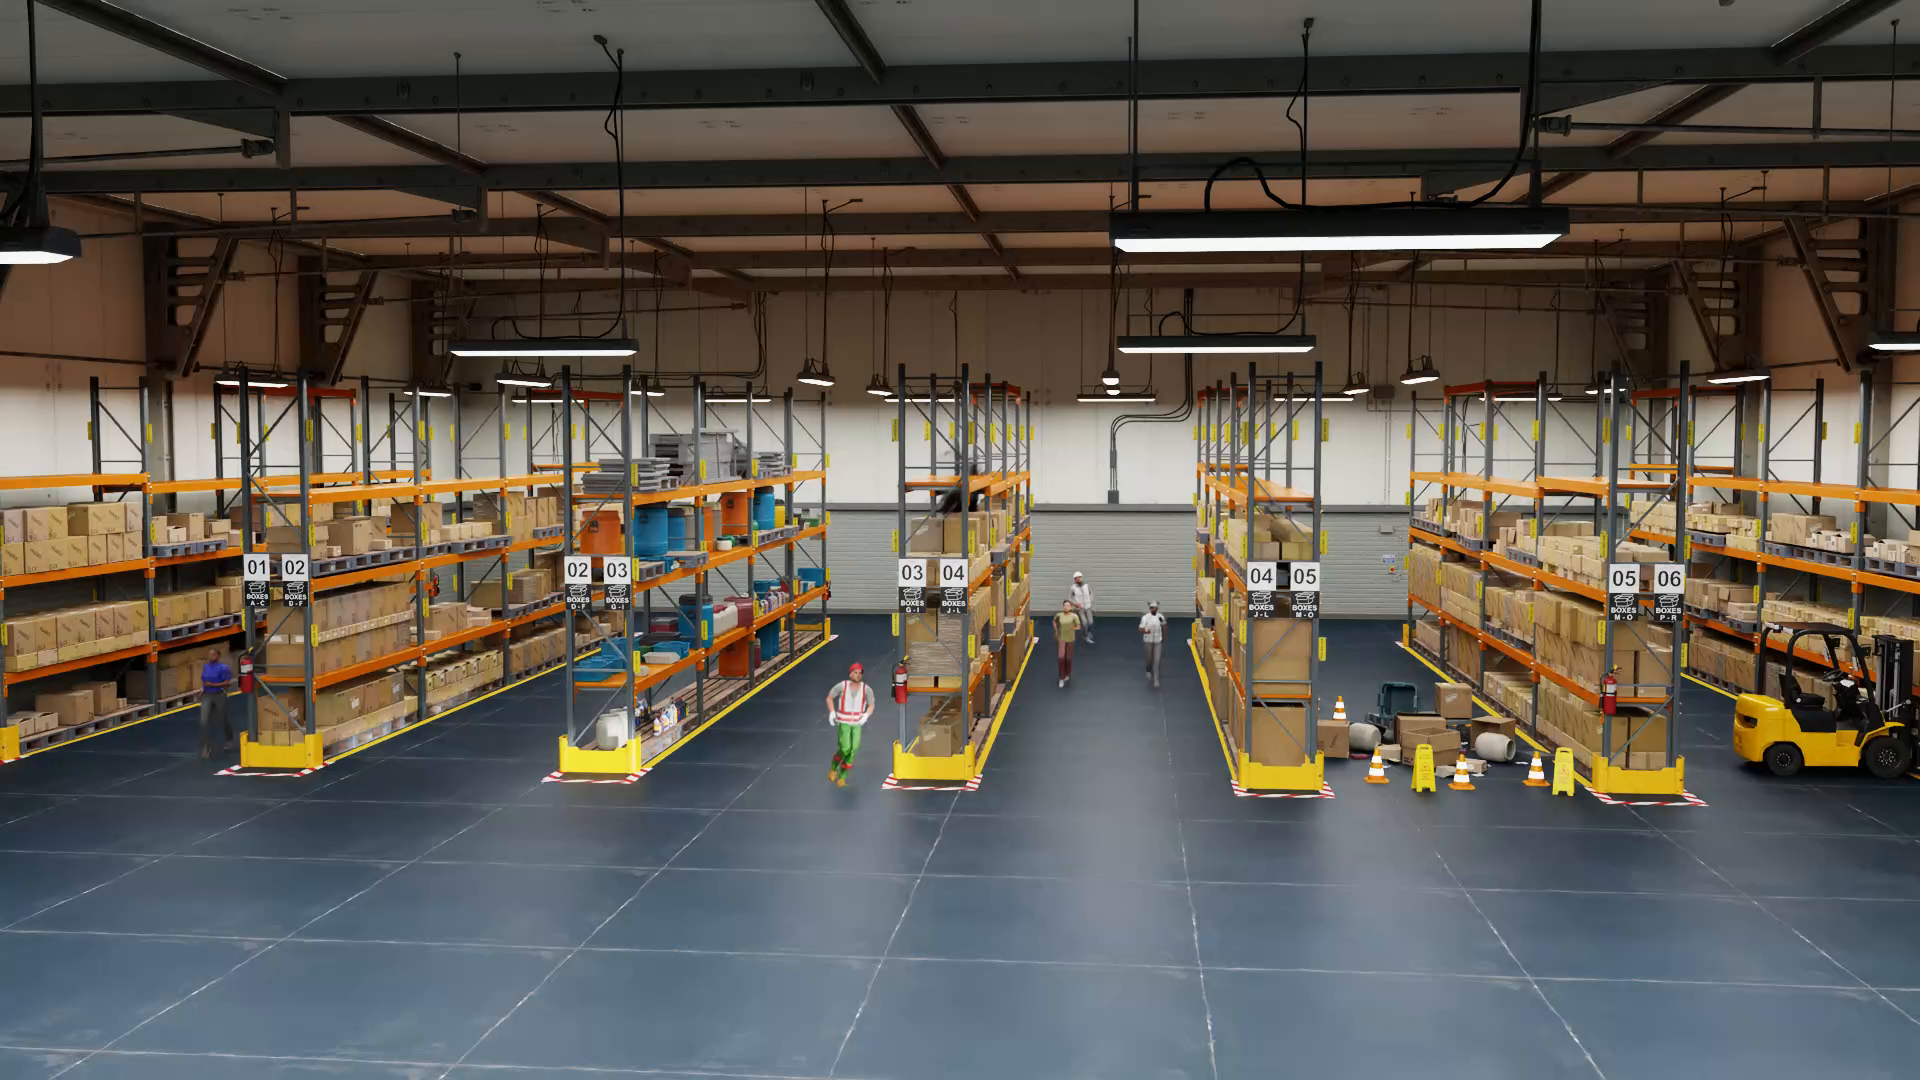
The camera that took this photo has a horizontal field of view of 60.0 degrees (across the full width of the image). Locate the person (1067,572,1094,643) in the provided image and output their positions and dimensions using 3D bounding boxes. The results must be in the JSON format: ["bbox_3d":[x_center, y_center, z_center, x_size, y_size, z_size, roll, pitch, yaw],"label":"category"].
[{"bbox_3d":[2.888,1.612,39.484,0.680,1.703,0.524,-1,4,-13],"label":"person"}]

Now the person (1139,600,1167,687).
[{"bbox_3d":[3.827,2.017,32.874,0.583,1.673,0.957,0,4,1],"label":"person"}]

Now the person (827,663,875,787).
[{"bbox_3d":[-1.528,2.628,23.600,0.672,1.761,0.551,-1,4,-16],"label":"person"}]

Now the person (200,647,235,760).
[{"bbox_3d":[-11.594,2.521,25.891,0.555,1.689,0.804,0,4,2],"label":"person"}]

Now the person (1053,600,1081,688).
[{"bbox_3d":[2.124,2.047,33.094,0.561,1.728,0.754,0,4,3],"label":"person"}]
